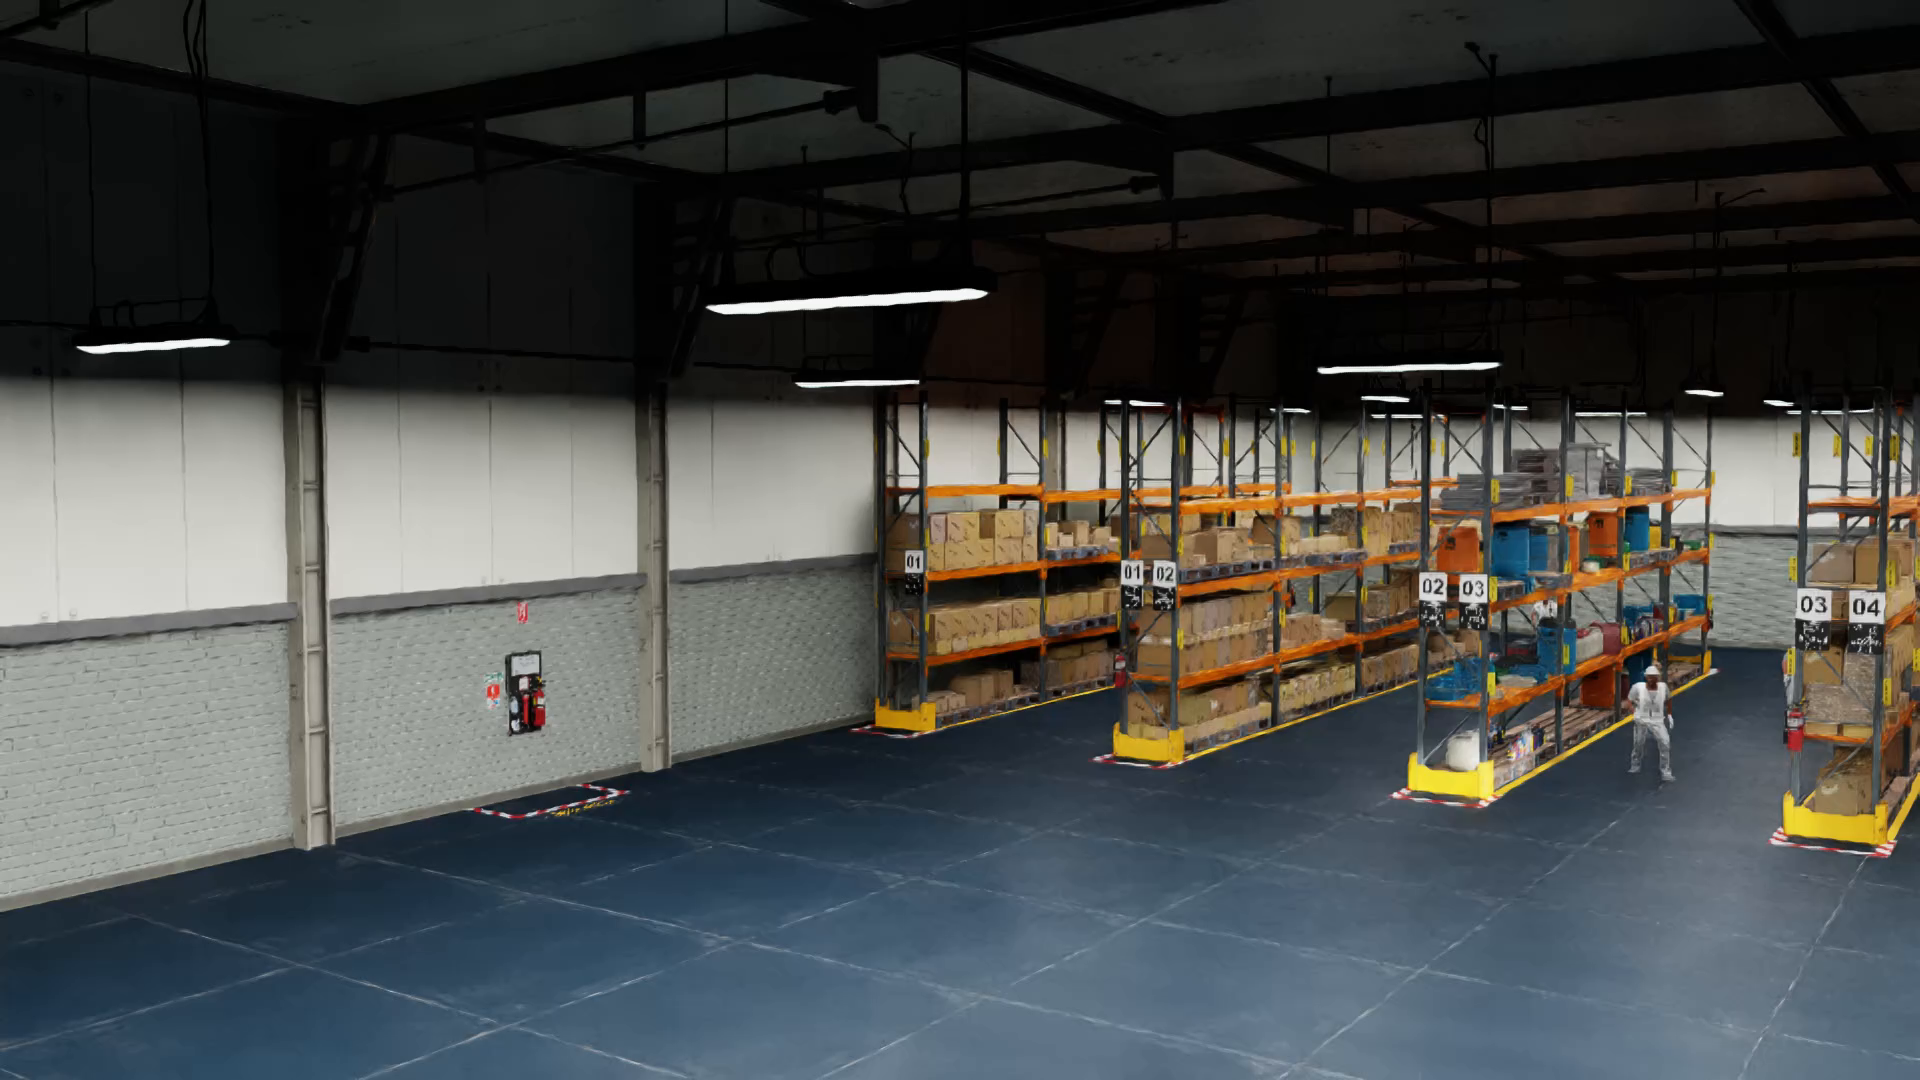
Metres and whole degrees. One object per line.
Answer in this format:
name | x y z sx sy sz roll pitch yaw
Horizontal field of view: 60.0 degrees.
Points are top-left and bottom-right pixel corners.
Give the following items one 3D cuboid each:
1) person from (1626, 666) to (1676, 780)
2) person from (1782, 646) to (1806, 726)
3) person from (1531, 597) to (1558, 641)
person | 10.447 2.740 25.164 0.701 1.718 0.849 1 3 18
person | 14.970 2.500 29.559 0.677 1.741 0.552 2 4 33
person | 13.602 2.011 38.600 0.682 1.711 0.528 2 4 33
